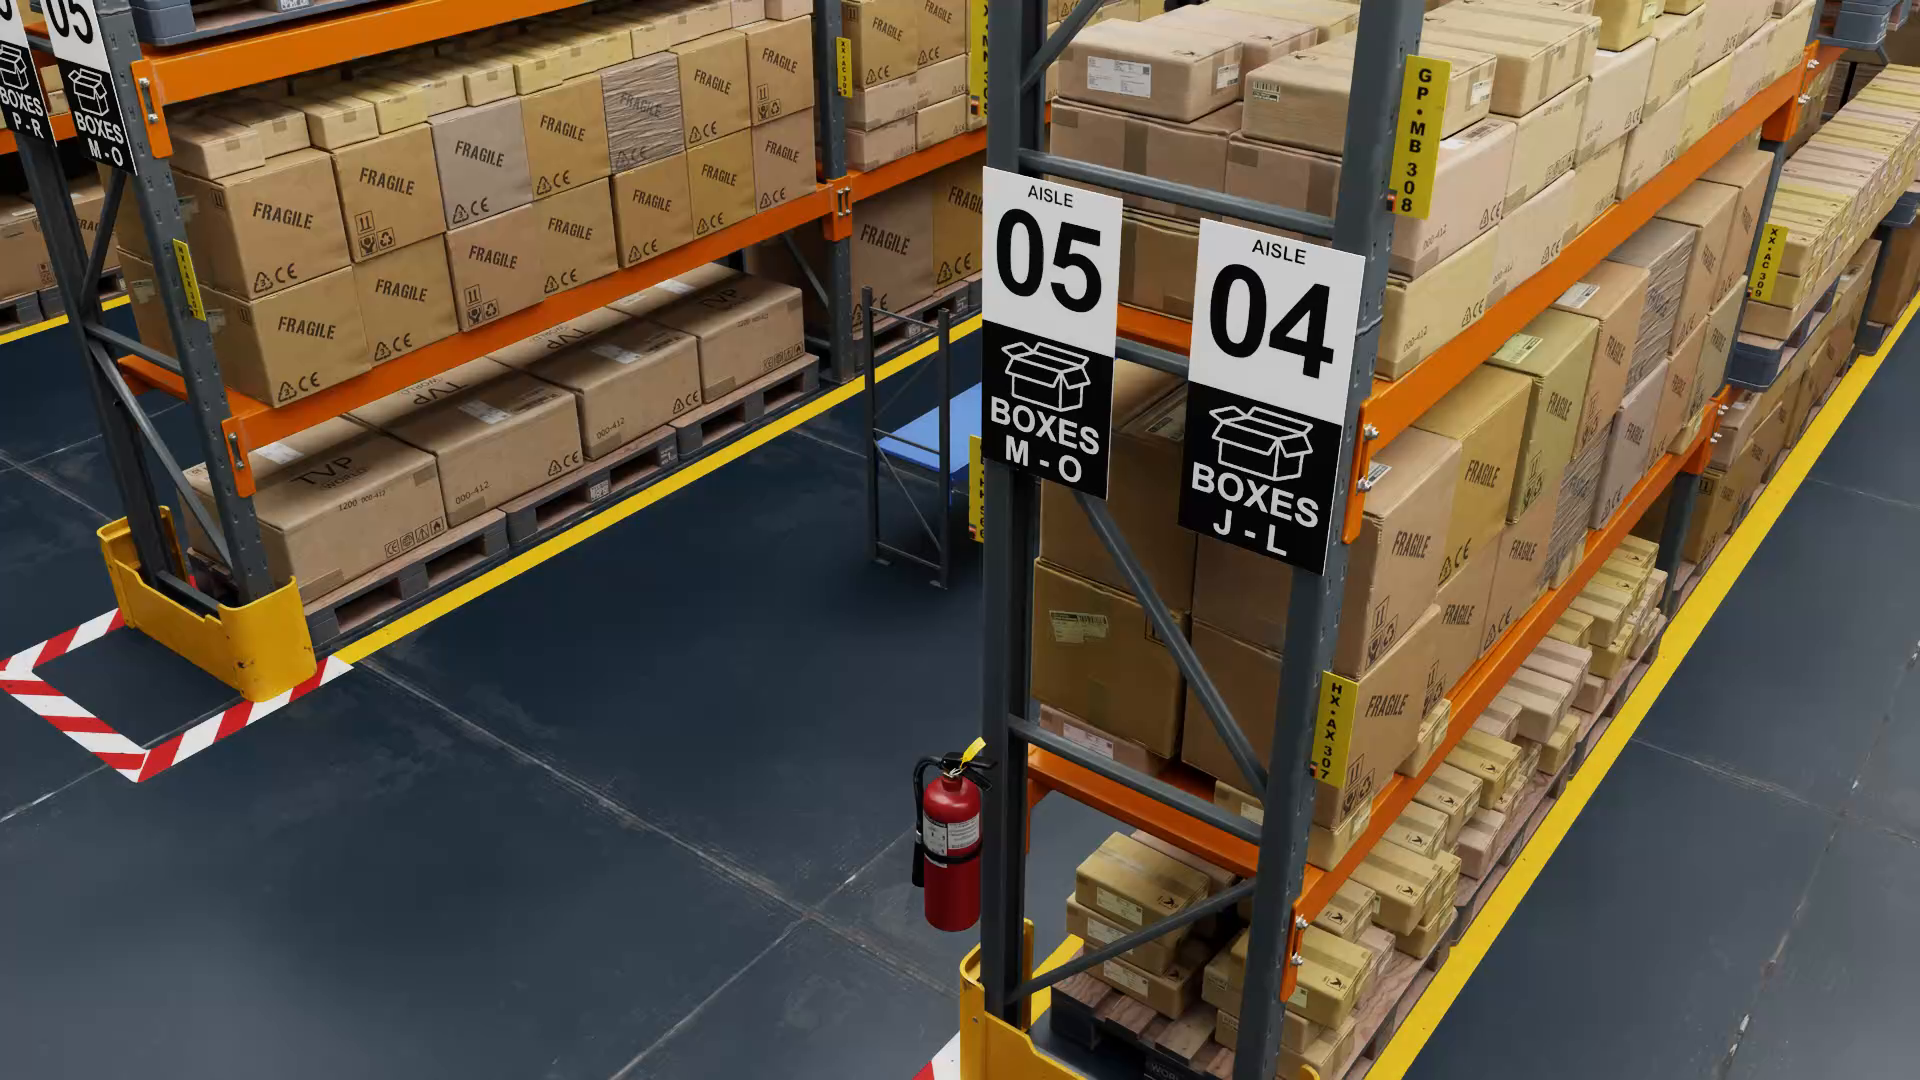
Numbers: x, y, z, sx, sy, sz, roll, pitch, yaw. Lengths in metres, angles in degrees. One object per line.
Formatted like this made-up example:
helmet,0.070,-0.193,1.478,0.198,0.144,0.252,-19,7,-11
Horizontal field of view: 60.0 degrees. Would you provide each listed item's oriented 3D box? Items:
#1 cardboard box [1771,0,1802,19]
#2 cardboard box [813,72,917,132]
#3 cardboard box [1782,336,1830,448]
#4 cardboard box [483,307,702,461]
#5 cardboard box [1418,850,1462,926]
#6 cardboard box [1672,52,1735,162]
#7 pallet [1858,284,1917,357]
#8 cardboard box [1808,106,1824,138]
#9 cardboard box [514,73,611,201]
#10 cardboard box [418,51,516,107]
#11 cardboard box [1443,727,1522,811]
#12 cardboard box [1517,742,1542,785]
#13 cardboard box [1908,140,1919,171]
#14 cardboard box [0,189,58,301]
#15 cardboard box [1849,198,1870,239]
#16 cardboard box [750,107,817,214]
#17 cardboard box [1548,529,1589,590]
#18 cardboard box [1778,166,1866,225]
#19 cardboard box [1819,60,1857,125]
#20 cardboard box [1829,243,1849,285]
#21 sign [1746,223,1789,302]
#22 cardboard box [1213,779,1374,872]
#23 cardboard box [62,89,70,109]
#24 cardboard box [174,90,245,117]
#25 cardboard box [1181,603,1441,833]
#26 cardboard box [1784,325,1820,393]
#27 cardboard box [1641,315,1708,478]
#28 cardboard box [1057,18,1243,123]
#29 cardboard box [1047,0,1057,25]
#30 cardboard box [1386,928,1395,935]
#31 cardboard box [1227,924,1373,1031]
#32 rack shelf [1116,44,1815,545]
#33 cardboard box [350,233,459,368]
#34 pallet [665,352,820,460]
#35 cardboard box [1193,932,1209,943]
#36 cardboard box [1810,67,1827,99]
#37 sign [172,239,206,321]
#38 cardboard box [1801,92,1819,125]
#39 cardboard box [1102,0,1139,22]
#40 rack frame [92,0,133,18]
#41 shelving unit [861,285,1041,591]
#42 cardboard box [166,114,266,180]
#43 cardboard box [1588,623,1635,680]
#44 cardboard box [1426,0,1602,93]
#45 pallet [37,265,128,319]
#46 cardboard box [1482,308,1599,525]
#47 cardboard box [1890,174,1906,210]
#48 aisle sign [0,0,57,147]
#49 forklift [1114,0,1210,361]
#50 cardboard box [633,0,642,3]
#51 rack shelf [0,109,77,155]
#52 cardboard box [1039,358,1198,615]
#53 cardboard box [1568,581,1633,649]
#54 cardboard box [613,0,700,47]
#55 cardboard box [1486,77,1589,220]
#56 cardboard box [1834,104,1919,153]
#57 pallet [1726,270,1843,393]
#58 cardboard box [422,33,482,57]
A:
cardboard box,2.836,-2.120,6.099,0.500,0.250,0.500,19,36,29
cardboard box,-0.605,-2.669,9.969,0.500,0.250,0.500,20,36,30
cardboard box,4.515,-0.898,9.363,0.500,0.500,0.500,19,36,29
cardboard box,-2.100,-0.919,9.460,0.875,0.438,0.875,20,36,30
cardboard box,1.547,1.174,5.920,0.380,0.149,0.250,22,37,33
cardboard box,2.214,-1.482,5.513,0.500,0.250,0.500,21,36,31
pallet,5.862,-1.668,11.358,1.003,0.211,1.213,21,37,31
cardboard box,4.895,-2.523,9.900,0.380,0.149,0.250,21,36,31
cardboard box,-2.082,-2.008,8.118,0.500,0.500,0.500,21,37,31
cardboard box,-2.280,-2.135,7.695,0.380,0.149,0.250,21,37,32
cardboard box,1.863,0.822,6.222,0.380,0.149,0.250,22,37,32
cardboard box,2.111,0.872,6.722,0.380,0.149,0.250,22,37,32
cardboard box,4.923,-2.112,8.914,0.380,0.149,0.250,21,37,31
cardboard box,-6.478,-1.987,11.201,0.700,0.500,0.500,23,38,33
cardboard box,4.144,-1.591,8.035,0.380,0.149,0.250,23,38,33
cardboard box,-1.172,-2.203,9.427,0.500,0.500,0.500,21,37,32
cardboard box,2.040,0.009,6.039,0.380,0.149,0.250,22,37,32
cardboard box,3.989,-1.611,7.777,0.380,0.149,0.250,21,36,31
cardboard box,5.384,-2.879,10.568,0.500,0.500,0.500,21,37,31
cardboard box,3.985,-1.352,7.924,0.380,0.149,0.250,22,37,32
sign,3.349,-1.153,6.904,0.100,0.325,0.005,21,37,31
cardboard box,0.954,0.759,4.774,0.380,0.149,0.250,21,36,31
cardboard box,-5.992,-3.016,11.143,0.380,0.149,0.250,21,37,31
cardboard box,-3.319,-1.871,7.250,0.380,0.149,0.250,22,37,32
cardboard box,0.988,0.413,4.721,0.500,0.500,0.500,23,38,33
cardboard box,4.199,-1.015,8.824,0.500,0.250,0.500,23,37,33
cardboard box,2.531,-0.621,6.466,0.500,0.500,0.500,20,36,30
cardboard box,0.464,-1.157,4.083,0.380,0.149,0.250,21,36,31
cardboard box,0.296,-3.621,10.839,0.500,0.500,0.500,20,36,31
cardboard box,1.306,1.378,5.867,0.380,0.149,0.250,22,37,32
cardboard box,1.084,1.363,5.309,0.380,0.149,0.250,19,36,29
rack shelf,1.704,-1.113,5.449,1.077,0.370,4.000,21,37,31
cardboard box,-2.709,-1.165,7.675,0.500,0.500,0.500,21,36,31
pallet,-1.617,-0.942,10.133,1.003,0.211,1.213,21,37,31
cardboard box,0.723,1.313,5.976,0.380,0.149,0.250,22,37,33
cardboard box,4.733,-2.661,9.548,0.380,0.149,0.250,20,36,30
sign,-3.071,-1.034,6.626,0.100,0.325,0.005,21,37,31
cardboard box,4.712,-2.525,9.612,0.380,0.149,0.250,23,38,34
cardboard box,0.922,-3.719,11.739,0.500,0.250,0.500,20,36,30
rack frame,-3.510,-3.382,5.630,1.000,3.000,0.127,21,37,31
shelving unit,0.051,-0.680,8.426,0.538,1.500,1.048,21,37,31
cardboard box,-3.075,-1.612,6.813,0.380,0.149,0.250,22,37,32
cardboard box,2.674,0.427,7.179,0.380,0.149,0.250,20,36,30
cardboard box,1.412,-1.277,4.287,0.380,0.149,0.250,22,37,32
pallet,-6.207,-1.976,11.878,1.003,0.211,1.213,21,37,31
cardboard box,1.611,-0.432,5.167,0.500,0.500,0.500,20,36,30
cardboard box,4.774,-1.886,8.825,0.380,0.149,0.250,19,36,29
aisle sign,-3.801,-1.986,6.608,0.394,0.787,0.004,21,37,31
forklift,1.899,-2.320,9.789,1.130,2.935,3.031,25,39,35
cardboard box,-1.756,-2.905,8.994,0.380,0.149,0.250,21,36,31
rack shelf,-6.263,-2.831,11.290,1.077,0.370,4.000,21,37,31
cardboard box,0.575,-0.182,4.745,0.500,0.500,0.500,20,36,30
cardboard box,2.637,0.289,7.120,0.380,0.149,0.250,21,36,31
cardboard box,-1.570,-2.675,8.607,0.380,0.149,0.250,21,36,31
cardboard box,1.284,-1.071,4.329,0.500,0.250,0.500,21,36,31
cardboard box,4.776,-2.145,8.678,0.380,0.149,0.250,21,37,31
pallet,3.489,-1.128,7.899,1.003,0.211,1.213,21,37,31
cardboard box,-2.553,-2.397,8.138,0.380,0.149,0.250,22,37,33
